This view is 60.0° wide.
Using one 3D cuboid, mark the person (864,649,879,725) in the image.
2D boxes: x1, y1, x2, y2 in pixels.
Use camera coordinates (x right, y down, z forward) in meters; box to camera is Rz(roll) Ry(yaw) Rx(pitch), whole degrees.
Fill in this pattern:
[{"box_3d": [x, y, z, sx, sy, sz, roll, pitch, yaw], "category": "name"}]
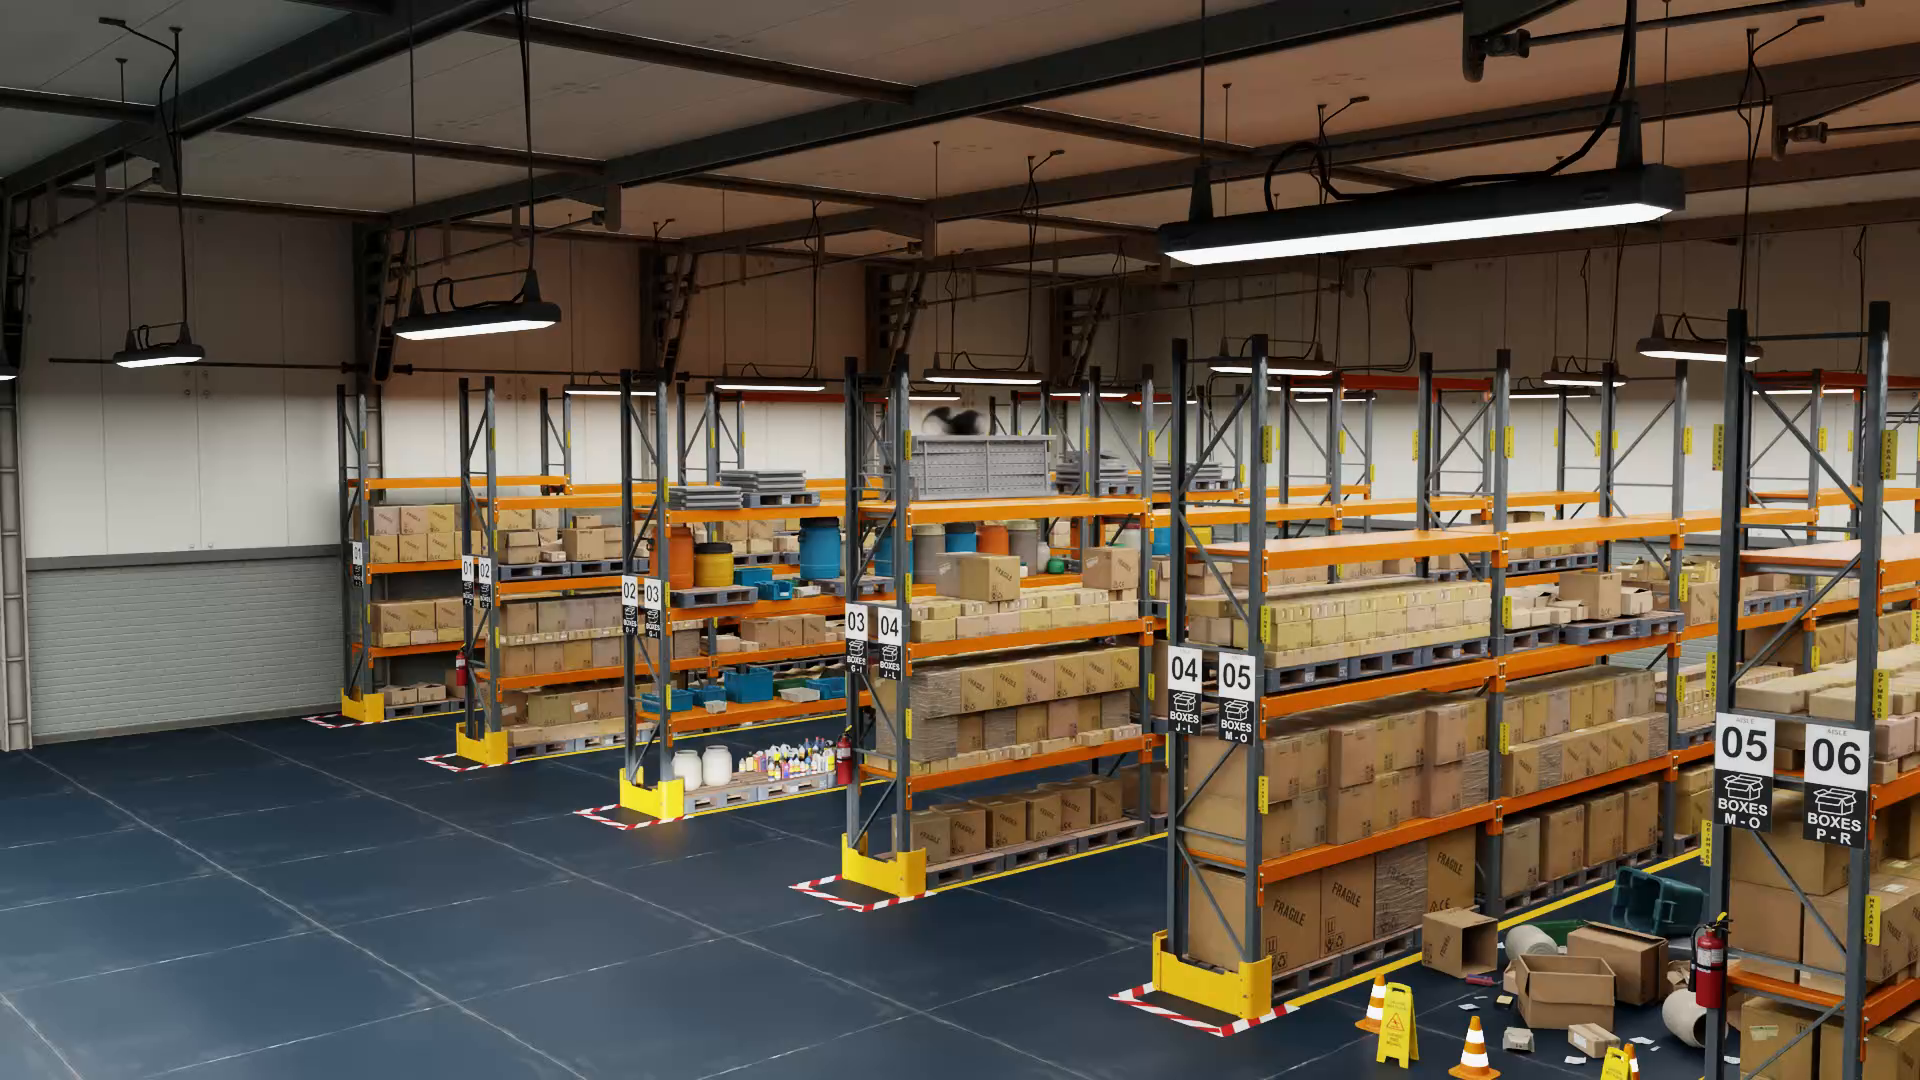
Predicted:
[{"box_3d": [-1.618, 2.426, 28.987, 0.679, 1.648, 0.663, 3, 5, 38], "category": "person"}]
